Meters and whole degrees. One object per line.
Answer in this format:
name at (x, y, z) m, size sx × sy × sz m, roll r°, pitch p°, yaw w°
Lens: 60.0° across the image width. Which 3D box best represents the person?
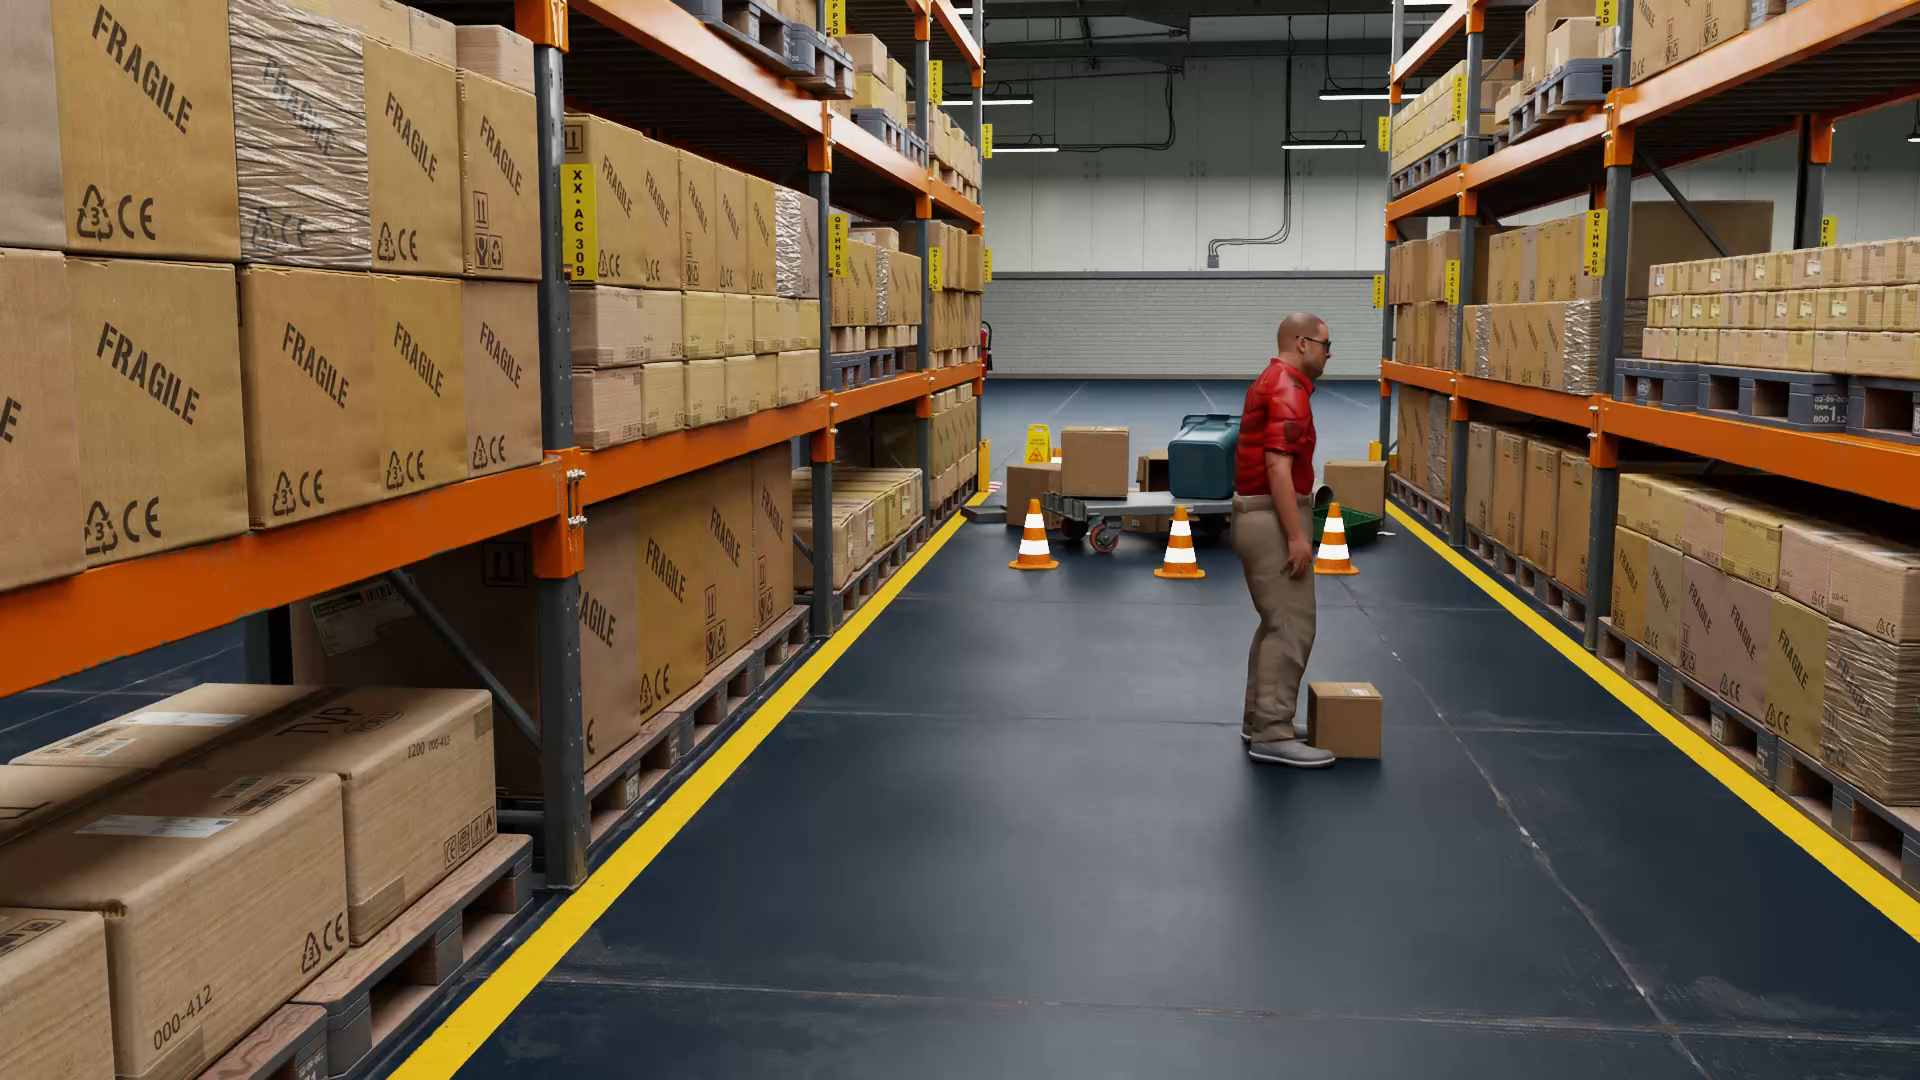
person at (1.263, -0.022, 6.511) m, size 0.393 × 1.725 × 0.595 m, roll 0°, pitch 8°, yaw 3°
